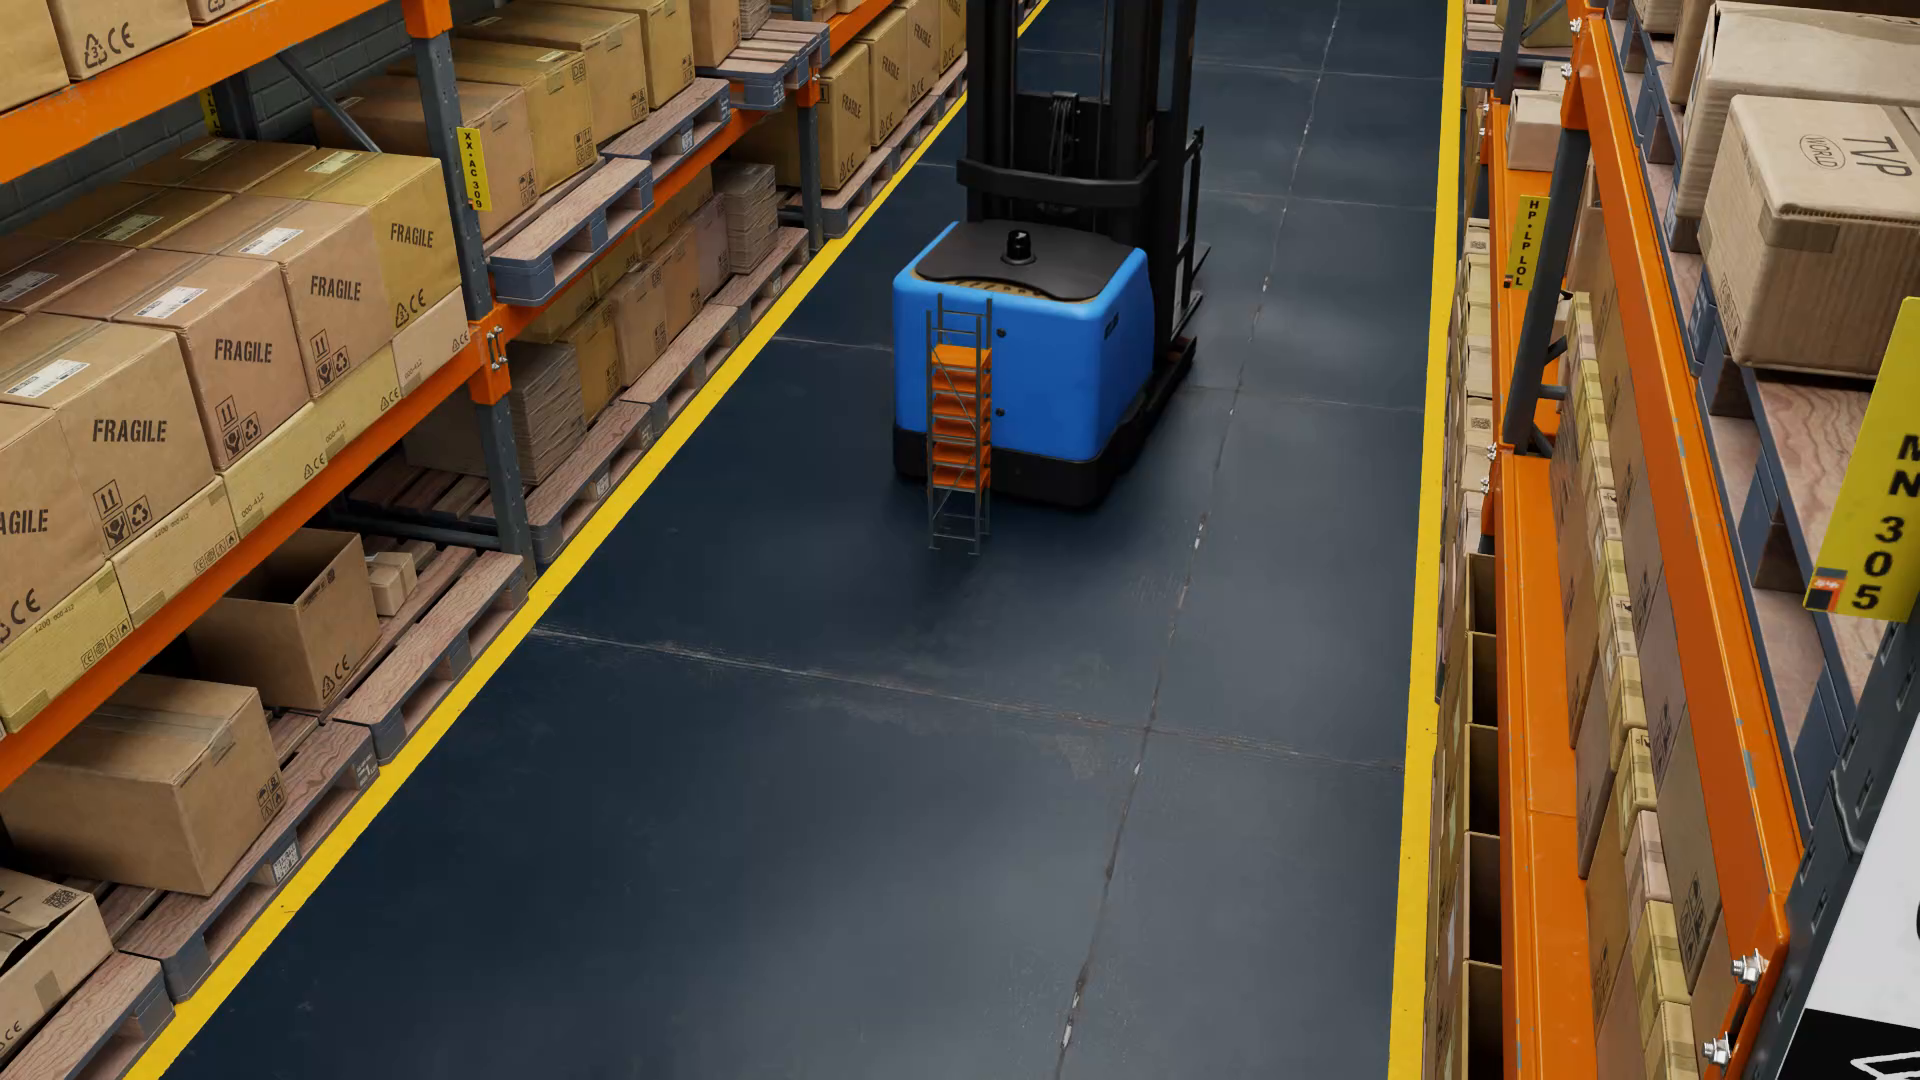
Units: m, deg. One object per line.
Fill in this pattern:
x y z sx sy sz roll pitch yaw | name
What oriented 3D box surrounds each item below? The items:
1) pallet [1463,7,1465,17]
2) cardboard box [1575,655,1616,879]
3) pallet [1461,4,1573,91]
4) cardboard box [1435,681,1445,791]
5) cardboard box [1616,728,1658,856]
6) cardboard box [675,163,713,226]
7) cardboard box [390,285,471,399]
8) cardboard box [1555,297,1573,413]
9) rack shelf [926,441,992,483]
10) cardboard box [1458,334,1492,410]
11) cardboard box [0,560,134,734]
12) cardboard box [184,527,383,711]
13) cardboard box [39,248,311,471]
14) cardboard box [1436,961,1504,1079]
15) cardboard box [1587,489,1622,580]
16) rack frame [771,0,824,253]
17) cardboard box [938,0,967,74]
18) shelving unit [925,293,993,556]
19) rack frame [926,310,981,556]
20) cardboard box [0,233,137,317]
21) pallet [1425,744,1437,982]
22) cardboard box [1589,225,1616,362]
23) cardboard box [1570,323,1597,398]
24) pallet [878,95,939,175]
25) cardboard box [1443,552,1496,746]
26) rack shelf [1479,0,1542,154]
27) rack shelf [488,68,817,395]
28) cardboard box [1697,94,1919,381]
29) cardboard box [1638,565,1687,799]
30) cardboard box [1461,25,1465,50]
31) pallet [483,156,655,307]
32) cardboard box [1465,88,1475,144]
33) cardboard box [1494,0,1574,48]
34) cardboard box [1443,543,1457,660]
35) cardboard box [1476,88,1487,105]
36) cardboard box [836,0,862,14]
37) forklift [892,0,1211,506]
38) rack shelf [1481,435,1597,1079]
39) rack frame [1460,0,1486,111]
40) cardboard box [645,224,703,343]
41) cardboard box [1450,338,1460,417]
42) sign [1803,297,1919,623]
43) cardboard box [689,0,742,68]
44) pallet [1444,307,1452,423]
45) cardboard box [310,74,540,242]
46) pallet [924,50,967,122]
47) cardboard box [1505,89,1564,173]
5.223 -5.050 15.498 1.003 0.211 1.213 8 33 12 | pallet
1.905 0.536 4.018 0.700 0.500 0.500 9 34 14 | cardboard box
3.518 -2.810 9.552 1.213 0.211 1.003 8 33 12 | pallet
1.988 0.729 5.979 0.500 0.250 0.500 8 33 12 | cardboard box
1.558 0.547 3.396 0.380 0.149 0.250 9 34 14 | cardboard box
-1.716 -1.981 9.291 0.500 0.250 0.500 9 33 13 | cardboard box
-2.221 -0.784 6.309 0.500 0.250 0.500 8 33 12 | cardboard box
2.481 -0.652 6.119 0.500 0.250 0.500 10 34 15 | cardboard box
-0.004 -0.360 7.505 0.258 0.103 0.180 8 33 12 | rack shelf
2.610 -0.746 7.776 0.500 0.311 0.500 8 33 12 | cardboard box
-2.725 0.260 4.667 0.500 0.250 0.500 8 33 12 | cardboard box
-2.619 0.287 6.422 0.500 0.500 0.500 6 33 9 | cardboard box
-2.474 -0.581 5.289 0.500 0.500 0.500 7 33 11 | cardboard box
1.471 1.449 4.147 0.500 0.500 0.500 8 33 12 | cardboard box
1.820 0.013 4.236 0.380 0.149 0.250 7 33 11 | cardboard box
-1.379 -3.202 9.990 1.000 3.000 0.127 8 33 12 | rack frame
-0.403 -4.192 13.161 0.750 0.750 0.750 8 33 13 | cardboard box
-0.004 -0.499 7.416 0.258 1.200 0.189 8 33 12 | shelving unit
-0.027 -0.451 7.342 0.240 1.200 0.006 8 33 12 | rack frame
-2.982 -0.646 5.393 0.500 0.500 0.500 9 34 14 | cardboard box
2.156 1.130 5.775 1.003 0.211 1.213 8 33 12 | pallet
2.292 -0.812 4.929 0.700 0.500 0.500 8 33 13 | cardboard box
2.080 -0.526 5.084 0.380 0.149 0.250 8 33 13 | cardboard box
-0.794 -3.055 12.359 1.003 0.211 1.213 8 33 12 | pallet
1.978 0.411 5.780 0.500 0.500 0.500 8 33 12 | cardboard box
3.921 -3.264 10.758 1.077 0.370 4.000 8 33 12 | rack shelf
-1.886 -1.860 8.551 1.077 0.370 4.000 8 33 12 | rack shelf
1.421 -0.450 2.484 0.500 0.250 0.500 8 33 12 | cardboard box
1.783 0.229 3.291 0.700 0.500 0.500 8 33 13 | cardboard box
4.336 -4.125 13.689 0.380 0.149 0.250 8 33 12 | cardboard box
-2.059 -1.422 7.370 1.003 0.211 1.213 8 33 12 | pallet
3.812 -2.981 11.564 0.500 0.500 0.500 8 33 13 | cardboard box
3.464 -3.091 9.331 0.700 0.500 0.500 -3 33 -4 | cardboard box
2.223 0.275 6.693 0.500 0.250 0.500 8 33 12 | cardboard box
3.690 -3.055 10.981 0.500 0.250 0.500 7 33 11 | cardboard box
-0.850 -3.499 10.674 0.380 0.149 0.250 9 34 14 | cardboard box
0.675 -2.177 8.442 1.130 2.935 3.031 12 34 18 | forklift
1.891 0.888 4.228 1.077 0.370 4.000 8 33 12 | rack shelf
4.429 -4.605 12.198 1.000 3.000 0.127 8 33 12 | rack frame
-1.853 -1.439 9.137 0.700 0.500 0.500 8 33 12 | cardboard box
2.744 -0.783 8.357 0.500 0.250 0.500 7 33 11 | cardboard box
0.862 -0.065 1.509 0.100 0.325 0.005 8 33 12 | sign
-1.604 -2.891 8.998 0.700 0.500 0.500 5 33 8 | cardboard box
3.167 -0.931 9.017 1.003 0.211 1.213 8 33 12 | pallet
-2.232 -1.613 6.989 0.700 0.500 0.500 8 33 13 | cardboard box
-0.487 -3.690 13.358 1.003 0.211 1.213 8 33 12 | pallet
2.999 -2.054 8.268 0.500 0.311 0.500 8 33 12 | cardboard box
